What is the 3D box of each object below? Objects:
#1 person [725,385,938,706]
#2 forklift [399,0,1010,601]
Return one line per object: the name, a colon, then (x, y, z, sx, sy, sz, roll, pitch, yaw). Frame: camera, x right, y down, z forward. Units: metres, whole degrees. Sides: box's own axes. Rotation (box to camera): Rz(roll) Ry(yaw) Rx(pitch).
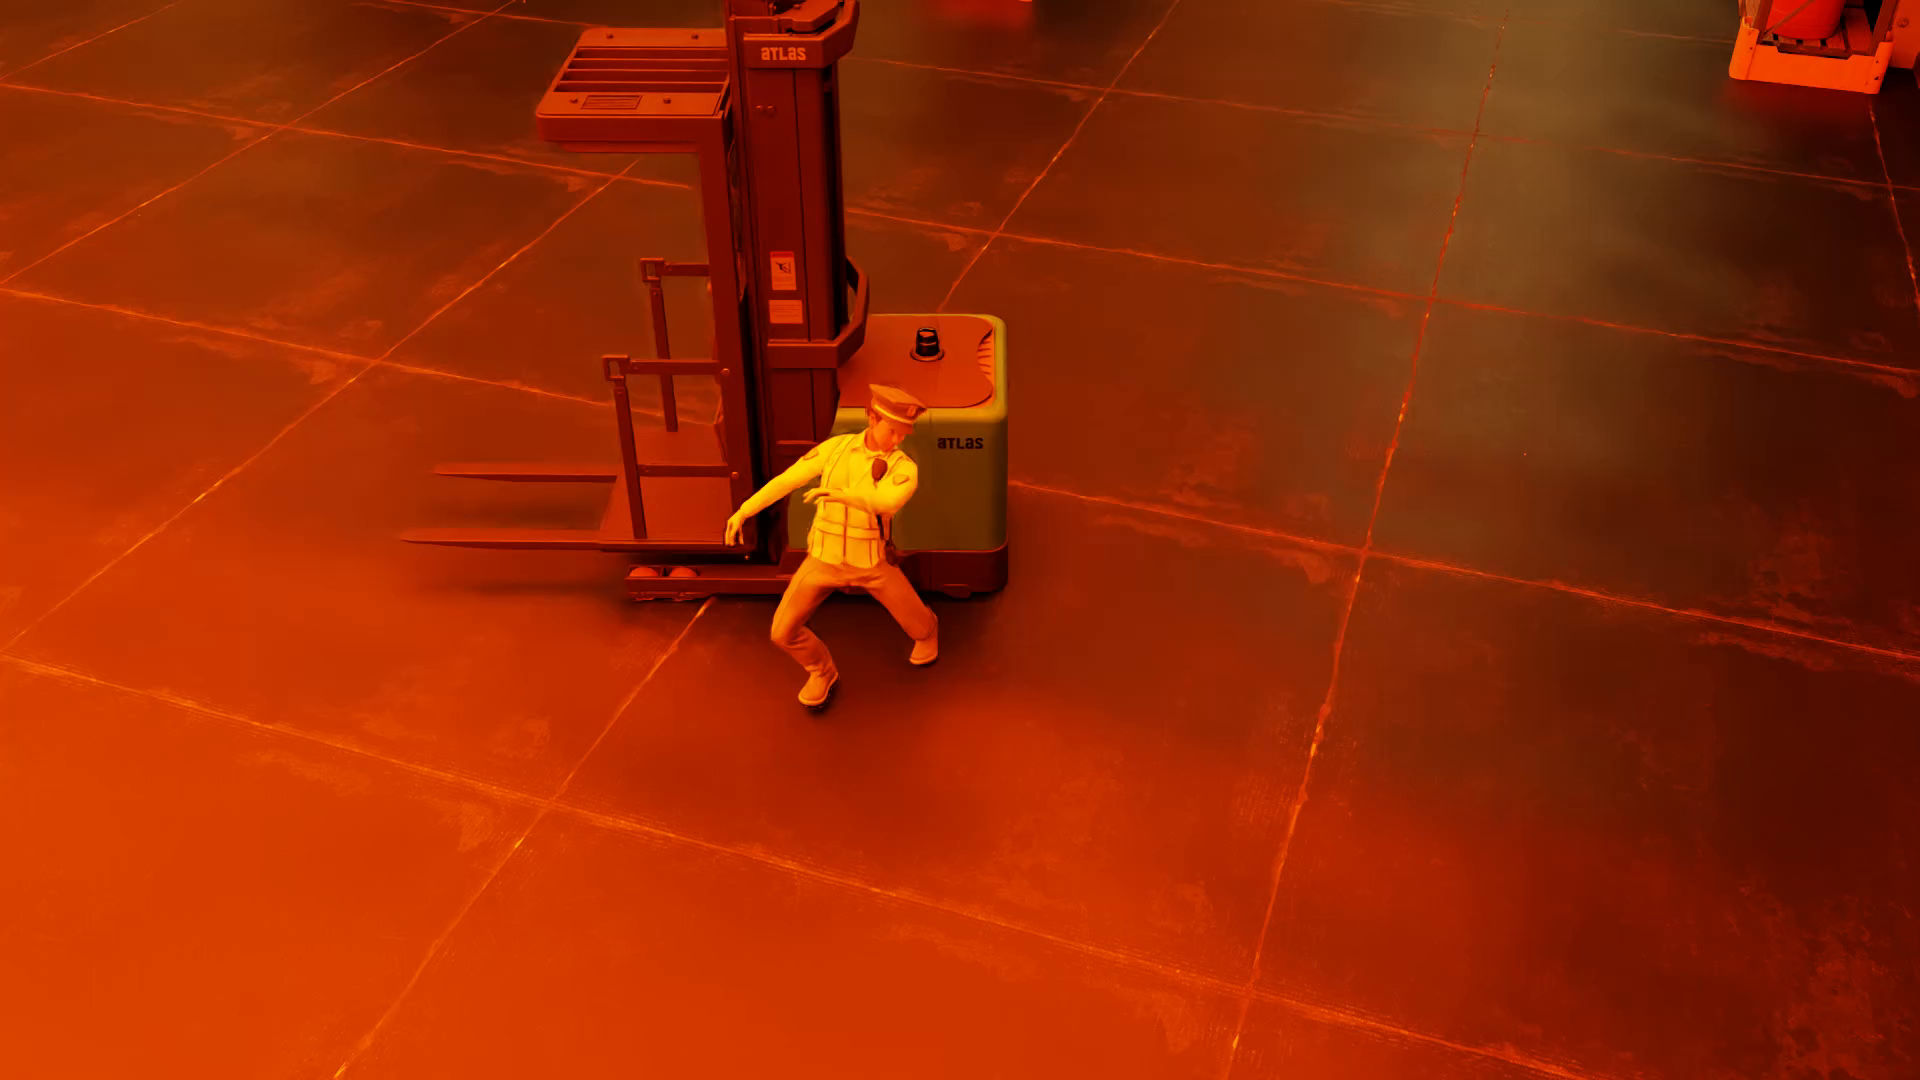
person: (-0.562, 0.065, 7.234, 0.885, 1.476, 0.768, 4, 35, 5)
forklift: (-1.272, -1.199, 7.802, 3.031, 2.935, 1.130, 0, 35, 1)
